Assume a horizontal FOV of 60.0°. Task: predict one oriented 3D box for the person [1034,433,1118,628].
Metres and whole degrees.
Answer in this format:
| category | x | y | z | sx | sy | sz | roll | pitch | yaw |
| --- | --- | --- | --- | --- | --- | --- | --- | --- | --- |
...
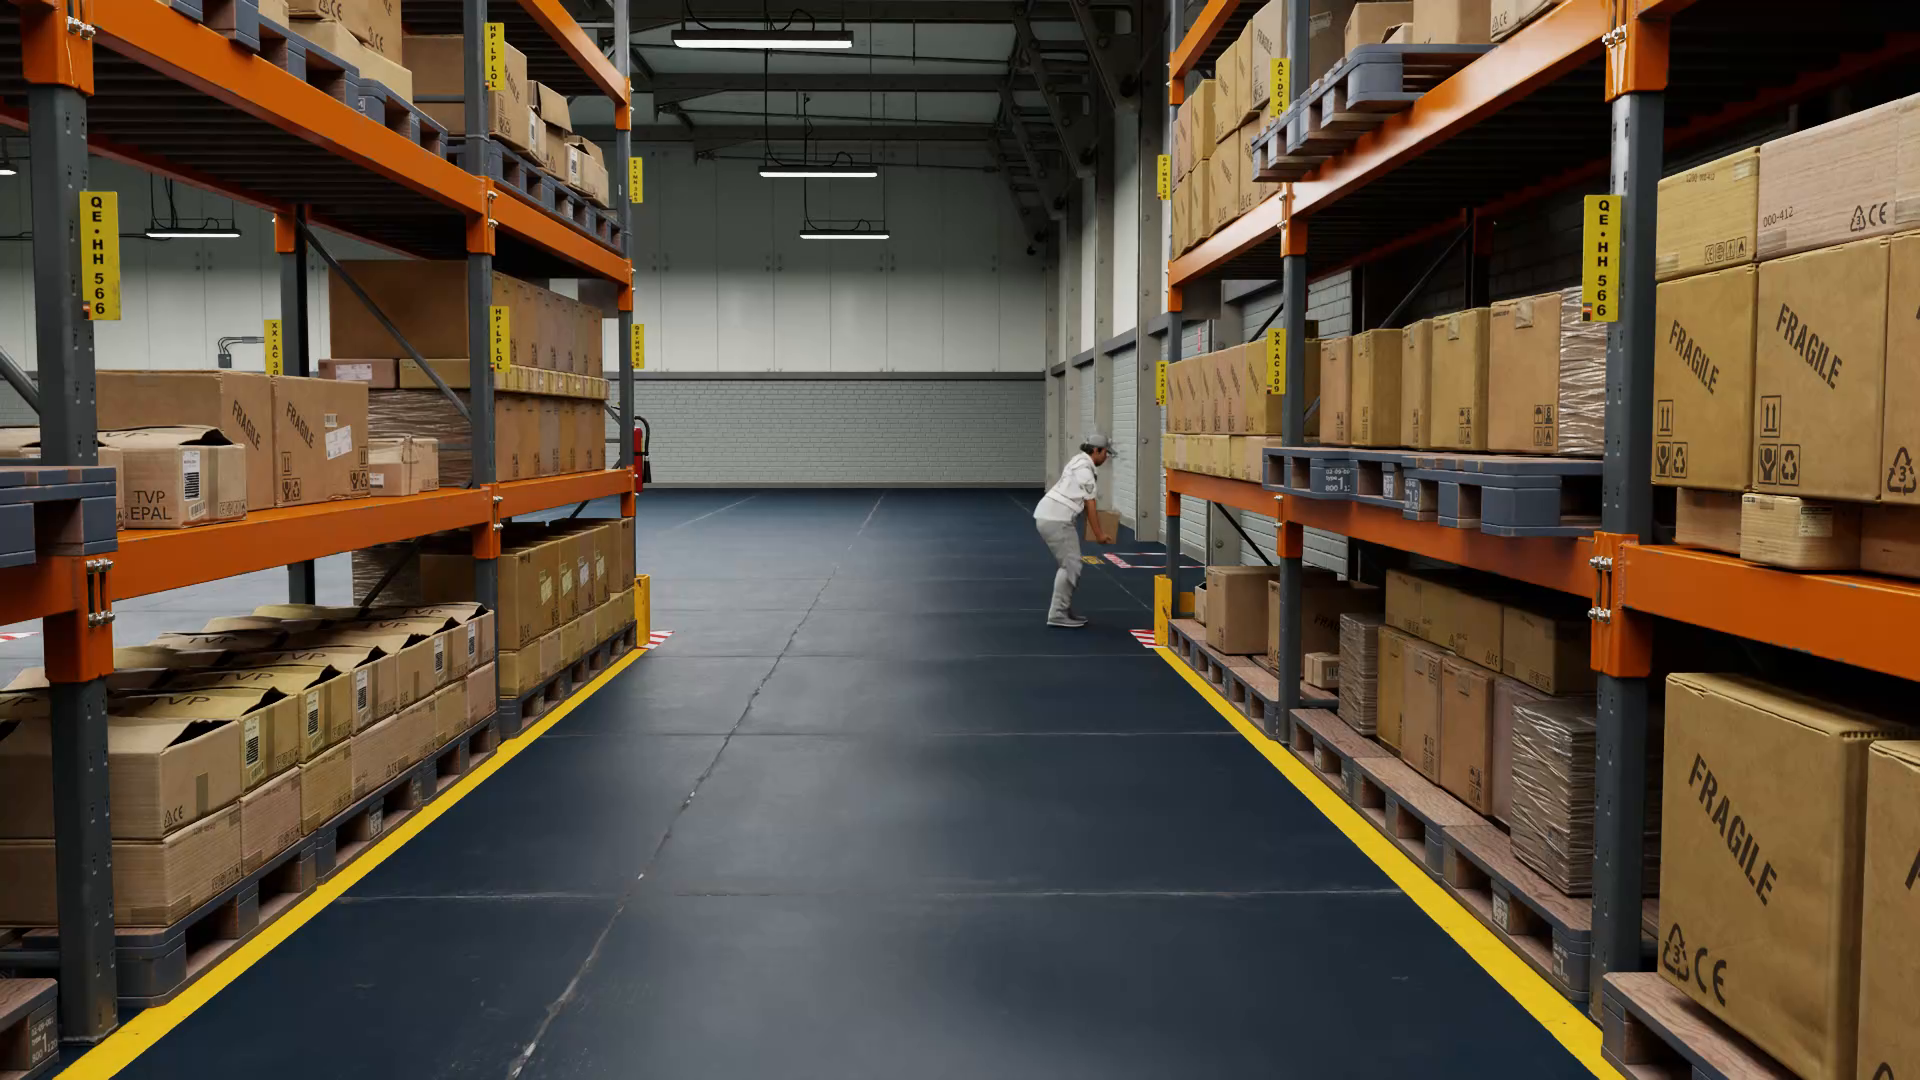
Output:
| category | x | y | z | sx | sy | sz | roll | pitch | yaw |
| --- | --- | --- | --- | --- | --- | --- | --- | --- | --- |
| person | 0.944 | -0.085 | 13.513 | 0.684 | 1.571 | 0.453 | 0 | 4 | -3 |
